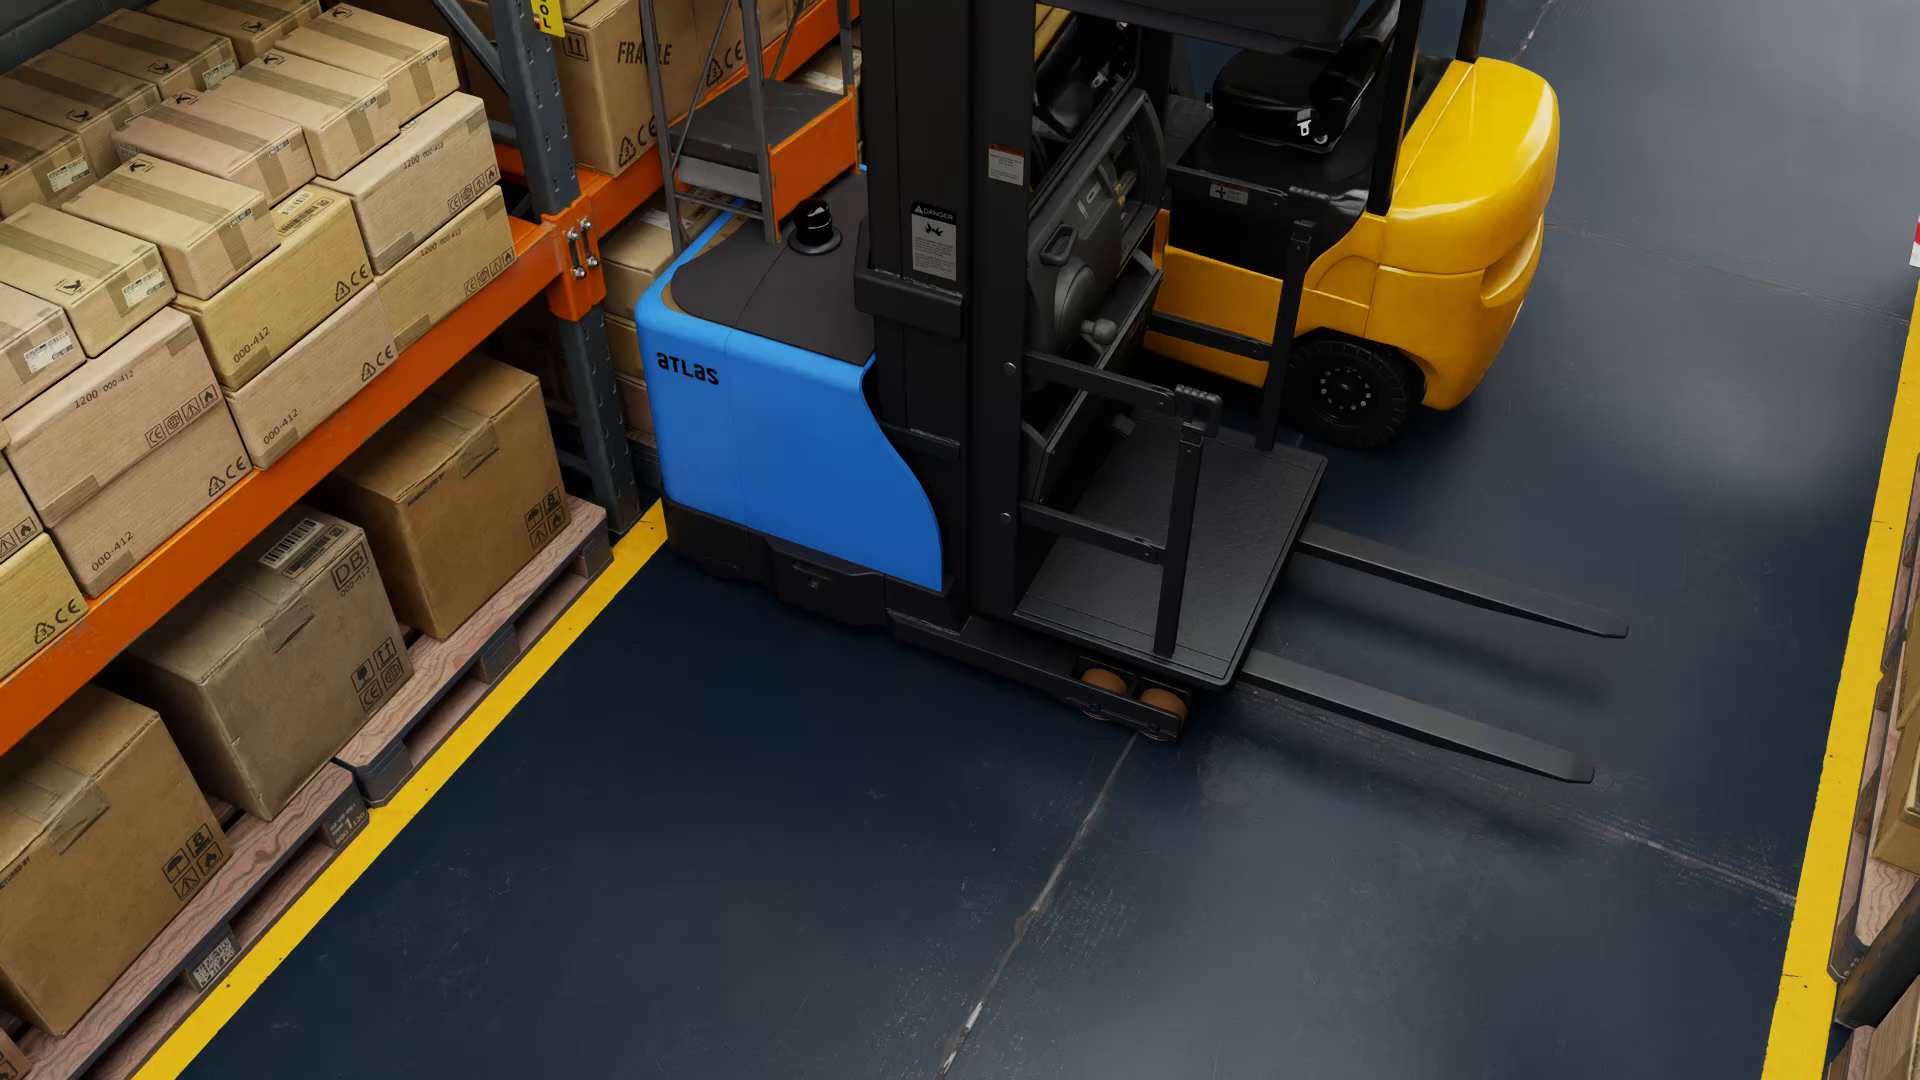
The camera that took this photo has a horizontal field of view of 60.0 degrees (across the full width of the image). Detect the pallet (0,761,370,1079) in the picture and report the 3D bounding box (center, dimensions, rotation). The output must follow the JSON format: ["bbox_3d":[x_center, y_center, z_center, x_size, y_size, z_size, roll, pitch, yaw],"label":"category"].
[{"bbox_3d":[-2.456,0.963,4.650,1.003,0.211,1.213,20,49,19],"label":"pallet"}]

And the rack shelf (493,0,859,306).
[{"bbox_3d":[-0.655,-2.273,6.393,1.077,0.370,4.000,20,49,19],"label":"rack shelf"}]

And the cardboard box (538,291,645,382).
[{"bbox_3d":[-1.086,-0.825,5.743,0.500,0.250,0.500,20,49,19],"label":"cardboard box"}]

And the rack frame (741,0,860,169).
[{"bbox_3d":[-0.506,-1.297,5.450,0.400,2.100,0.015,18,43,22],"label":"rack frame"}]

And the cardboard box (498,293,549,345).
[{"bbox_3d":[-1.539,-0.997,5.913,0.500,0.250,0.500,19,48,18],"label":"cardboard box"}]

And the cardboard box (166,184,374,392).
[{"bbox_3d":[-1.817,-0.668,4.056,0.500,0.250,0.500,19,48,18],"label":"cardboard box"}]

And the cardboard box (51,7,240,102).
[{"bbox_3d":[-2.108,-1.227,4.327,0.380,0.149,0.250,19,48,18],"label":"cardboard box"}]

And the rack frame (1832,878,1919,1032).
[{"bbox_3d":[2.815,0.371,3.275,1.000,3.000,0.127,20,49,19],"label":"rack frame"}]

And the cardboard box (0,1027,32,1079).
[{"bbox_3d":[-2.842,1.139,3.890,0.875,0.625,0.625,22,49,20],"label":"cardboard box"}]

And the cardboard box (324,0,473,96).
[{"bbox_3d":[-1.614,-1.673,5.224,0.500,0.500,0.500,20,49,19],"label":"cardboard box"}]

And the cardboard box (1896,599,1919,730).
[{"bbox_3d":[3.089,0.390,4.894,0.500,0.250,0.500,19,48,18],"label":"cardboard box"}]

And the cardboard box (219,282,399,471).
[{"bbox_3d":[-1.814,-0.491,4.231,0.500,0.250,0.500,20,49,19],"label":"cardboard box"}]

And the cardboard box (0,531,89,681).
[{"bbox_3d":[-2.305,0.140,3.608,0.500,0.250,0.500,22,49,20],"label":"cardboard box"}]

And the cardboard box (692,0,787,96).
[{"bbox_3d":[-0.919,-1.828,5.377,0.500,0.500,0.500,21,49,20],"label":"cardboard box"}]

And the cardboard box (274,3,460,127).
[{"bbox_3d":[-1.545,-1.240,4.341,0.380,0.149,0.250,22,49,20],"label":"cardboard box"}]

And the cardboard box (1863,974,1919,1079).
[{"bbox_3d":[2.573,1.478,3.732,0.950,0.372,0.625,21,49,20],"label":"cardboard box"}]

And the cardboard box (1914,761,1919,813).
[{"bbox_3d":[2.852,0.465,4.292,0.500,0.500,0.500,20,49,19],"label":"cardboard box"}]

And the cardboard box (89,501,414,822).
[{"bbox_3d":[-2.183,0.240,4.778,0.875,0.625,0.625,20,49,19],"label":"cardboard box"}]

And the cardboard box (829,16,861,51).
[{"bbox_3d":[-0.363,-1.963,6.517,0.500,0.250,0.500,20,49,18],"label":"cardboard box"}]

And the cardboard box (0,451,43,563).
[{"bbox_3d":[-2.311,-0.037,3.431,0.500,0.250,0.500,21,49,20],"label":"cardboard box"}]

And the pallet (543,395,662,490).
[{"bbox_3d":[-1.177,-0.773,6.365,1.003,0.211,1.213,20,49,19],"label":"pallet"}]

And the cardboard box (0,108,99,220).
[{"bbox_3d":[-2.325,-0.902,4.006,0.380,0.149,0.250,20,49,19],"label":"cardboard box"}]

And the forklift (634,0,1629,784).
[{"bbox_3d":[0.568,-0.845,4.524,3.031,2.935,1.130,18,48,17],"label":"forklift"}]

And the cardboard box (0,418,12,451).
[{"bbox_3d":[-2.167,-0.233,3.345,0.380,0.149,0.250,19,48,18],"label":"cardboard box"}]

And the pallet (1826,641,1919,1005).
[{"bbox_3d":[3.095,0.916,4.696,1.003,0.211,1.213,20,49,19],"label":"pallet"}]

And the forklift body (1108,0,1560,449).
[{"bbox_3d":[1.009,-1.690,5.908,2.313,2.155,1.214,20,49,19],"label":"forklift body"}]

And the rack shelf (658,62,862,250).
[{"bbox_3d":[-0.623,-1.151,5.293,0.431,0.518,0.480,18,43,22],"label":"rack shelf"}]

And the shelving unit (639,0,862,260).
[{"bbox_3d":[-0.623,-1.161,5.284,0.431,2.100,0.503,18,43,22],"label":"shelving unit"}]

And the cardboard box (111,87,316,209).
[{"bbox_3d":[-1.809,-0.935,4.039,0.380,0.149,0.250,20,49,19],"label":"cardboard box"}]

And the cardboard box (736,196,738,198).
[{"bbox_3d":[-0.835,-1.318,5.879,0.500,0.250,0.500,21,49,19],"label":"cardboard box"}]

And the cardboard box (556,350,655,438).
[{"bbox_3d":[-1.066,-0.642,5.914,0.500,0.250,0.500,21,49,19],"label":"cardboard box"}]

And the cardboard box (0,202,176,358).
[{"bbox_3d":[-1.991,-0.581,3.689,0.380,0.149,0.250,19,48,18],"label":"cardboard box"}]
